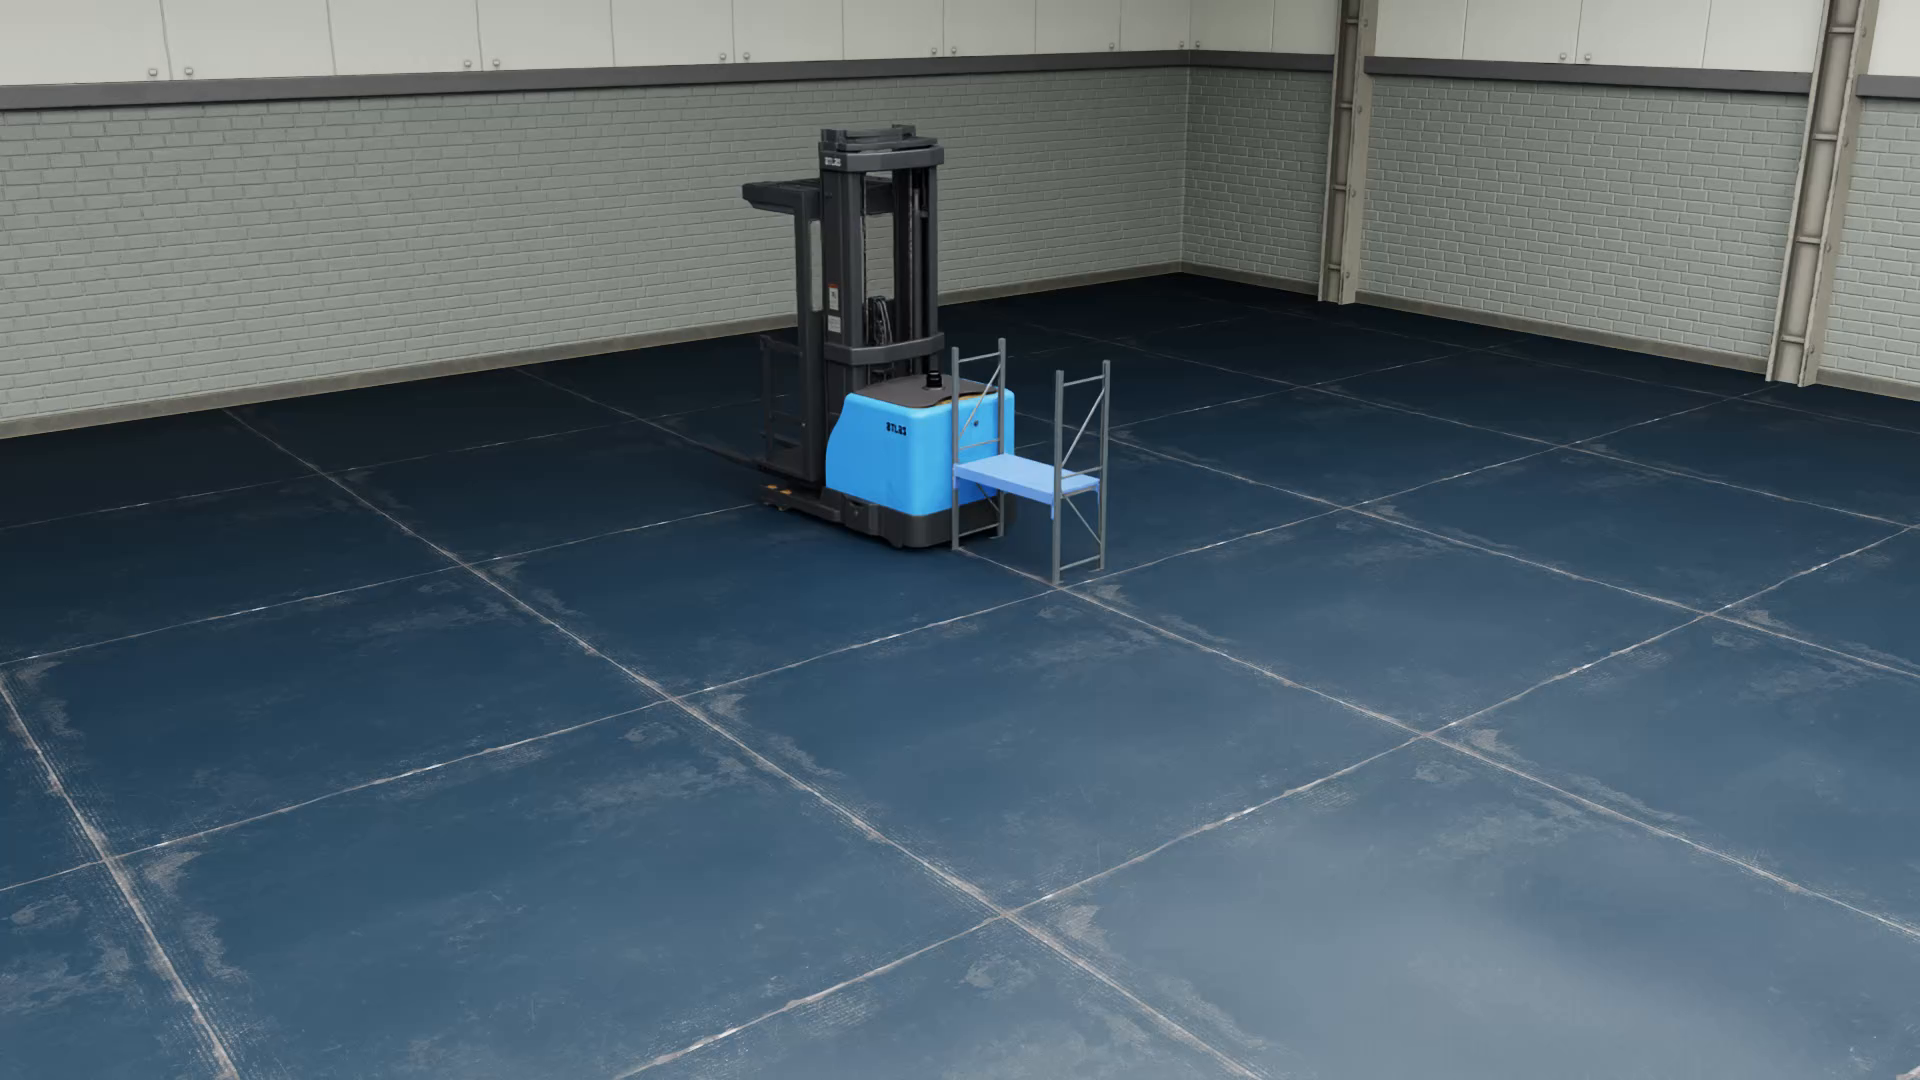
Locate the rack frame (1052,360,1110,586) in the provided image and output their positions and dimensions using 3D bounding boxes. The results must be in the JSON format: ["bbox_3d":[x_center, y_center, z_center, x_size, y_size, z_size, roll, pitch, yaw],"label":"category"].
[{"bbox_3d":[0.824,-0.453,11.344,0.500,1.500,0.032,-16,24,-40],"label":"rack frame"}]

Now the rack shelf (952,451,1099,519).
[{"bbox_3d":[0.478,-0.399,11.754,0.538,0.185,1.000,-16,24,-40],"label":"rack shelf"}]

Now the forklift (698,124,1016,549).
[{"bbox_3d":[-0.950,-1.714,12.875,1.130,2.935,3.031,-16,24,-40],"label":"forklift"}]

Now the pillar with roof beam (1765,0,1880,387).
[{"bbox_3d":[5.296,-5.085,13.404,9.100,9.000,0.400,-14,23,-36],"label":"pillar with roof beam"}]

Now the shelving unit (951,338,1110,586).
[{"bbox_3d":[0.478,-0.570,11.698,0.538,1.500,1.048,-16,24,-40],"label":"shelving unit"}]

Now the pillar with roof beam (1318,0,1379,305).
[{"bbox_3d":[1.570,-6.564,17.869,9.100,9.000,0.400,-14,23,-36],"label":"pillar with roof beam"}]

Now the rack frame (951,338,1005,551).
[{"bbox_3d":[0.133,-0.687,12.052,0.500,1.500,0.032,-16,24,-40],"label":"rack frame"}]
